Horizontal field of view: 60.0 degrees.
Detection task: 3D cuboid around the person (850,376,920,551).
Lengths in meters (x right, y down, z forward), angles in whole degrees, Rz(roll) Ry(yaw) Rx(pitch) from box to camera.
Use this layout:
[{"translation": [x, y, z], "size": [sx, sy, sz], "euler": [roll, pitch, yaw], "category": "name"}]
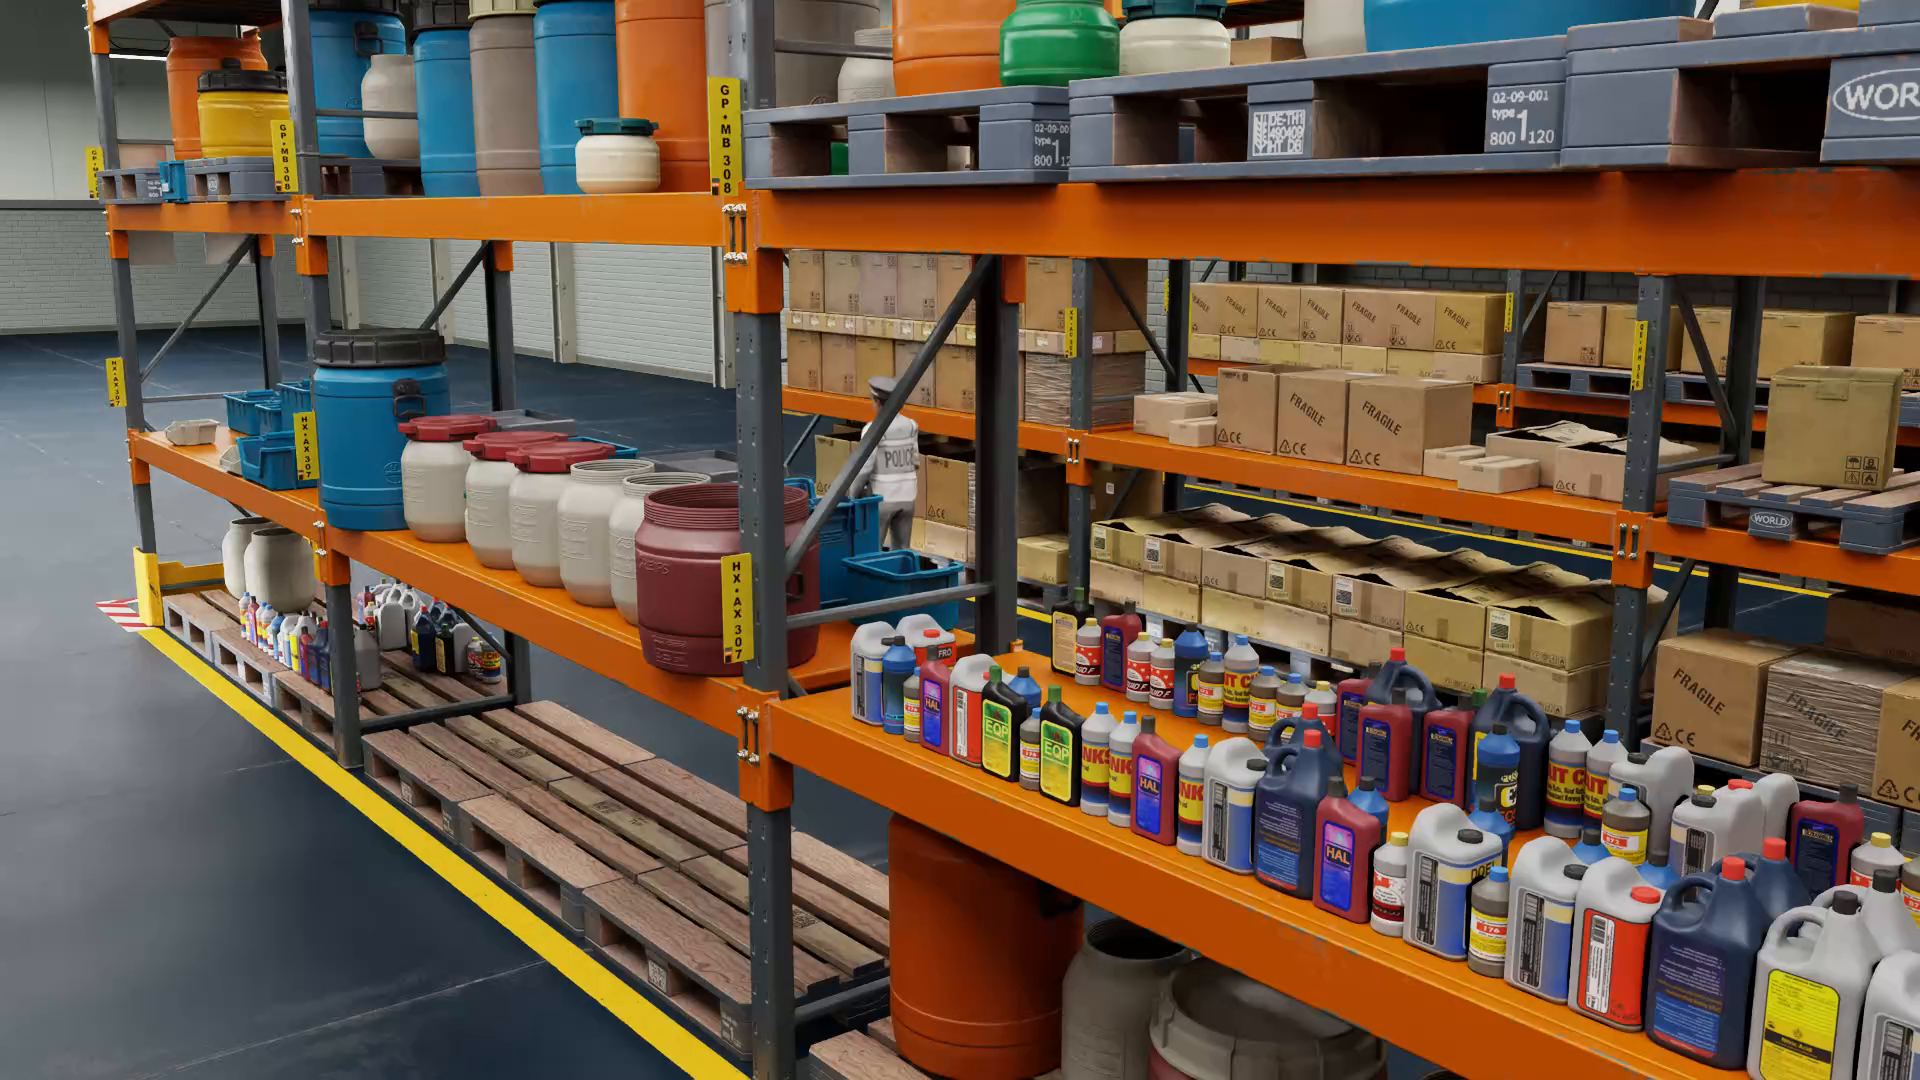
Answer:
[{"translation": [-0.504, -0.261, 11.212], "size": [0.500, 1.684, 0.411], "euler": [-9, 14, -39], "category": "person"}]
